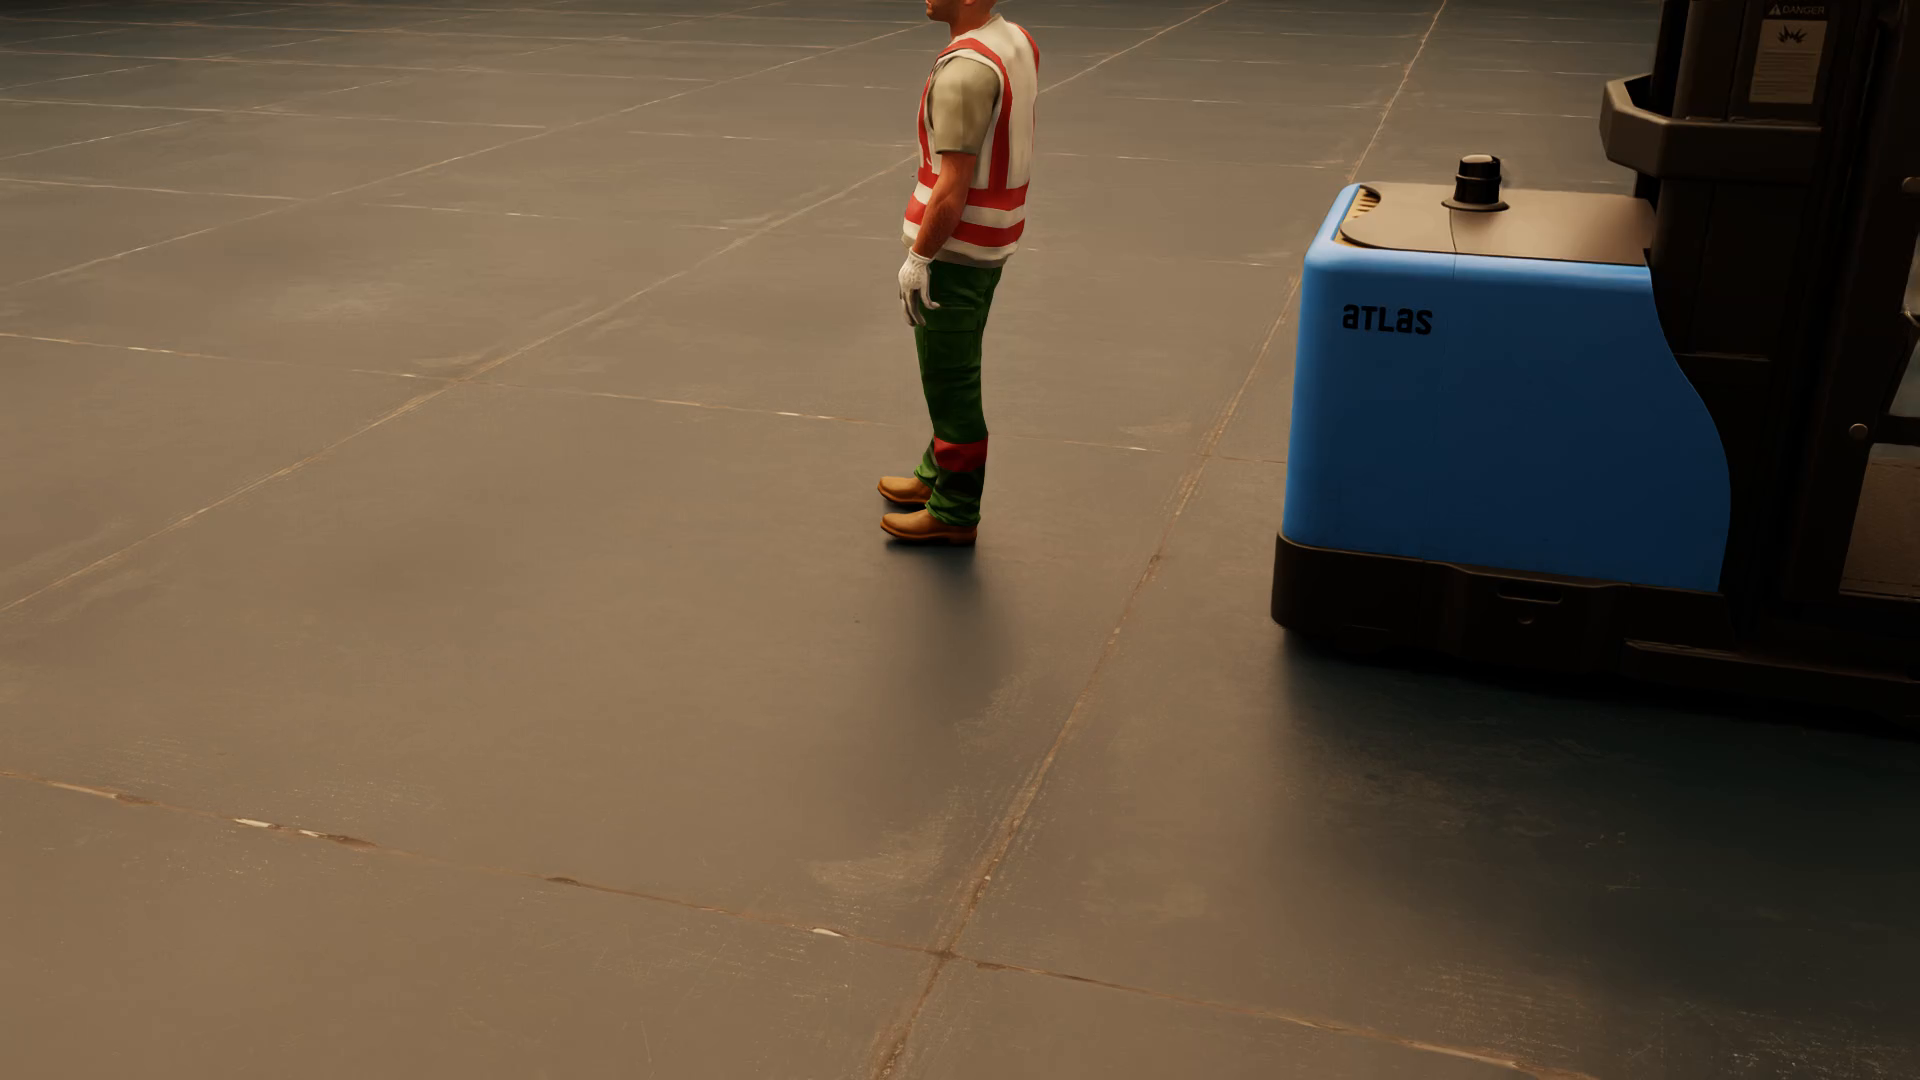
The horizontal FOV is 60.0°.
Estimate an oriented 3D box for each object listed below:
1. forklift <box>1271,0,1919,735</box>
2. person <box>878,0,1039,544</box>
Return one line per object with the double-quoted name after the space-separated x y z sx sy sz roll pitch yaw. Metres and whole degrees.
2.406 -1.074 3.881 3.031 2.935 1.130 7 23 16 "forklift"
-0.074 -0.847 4.809 0.562 1.790 0.637 7 23 16 "person"
